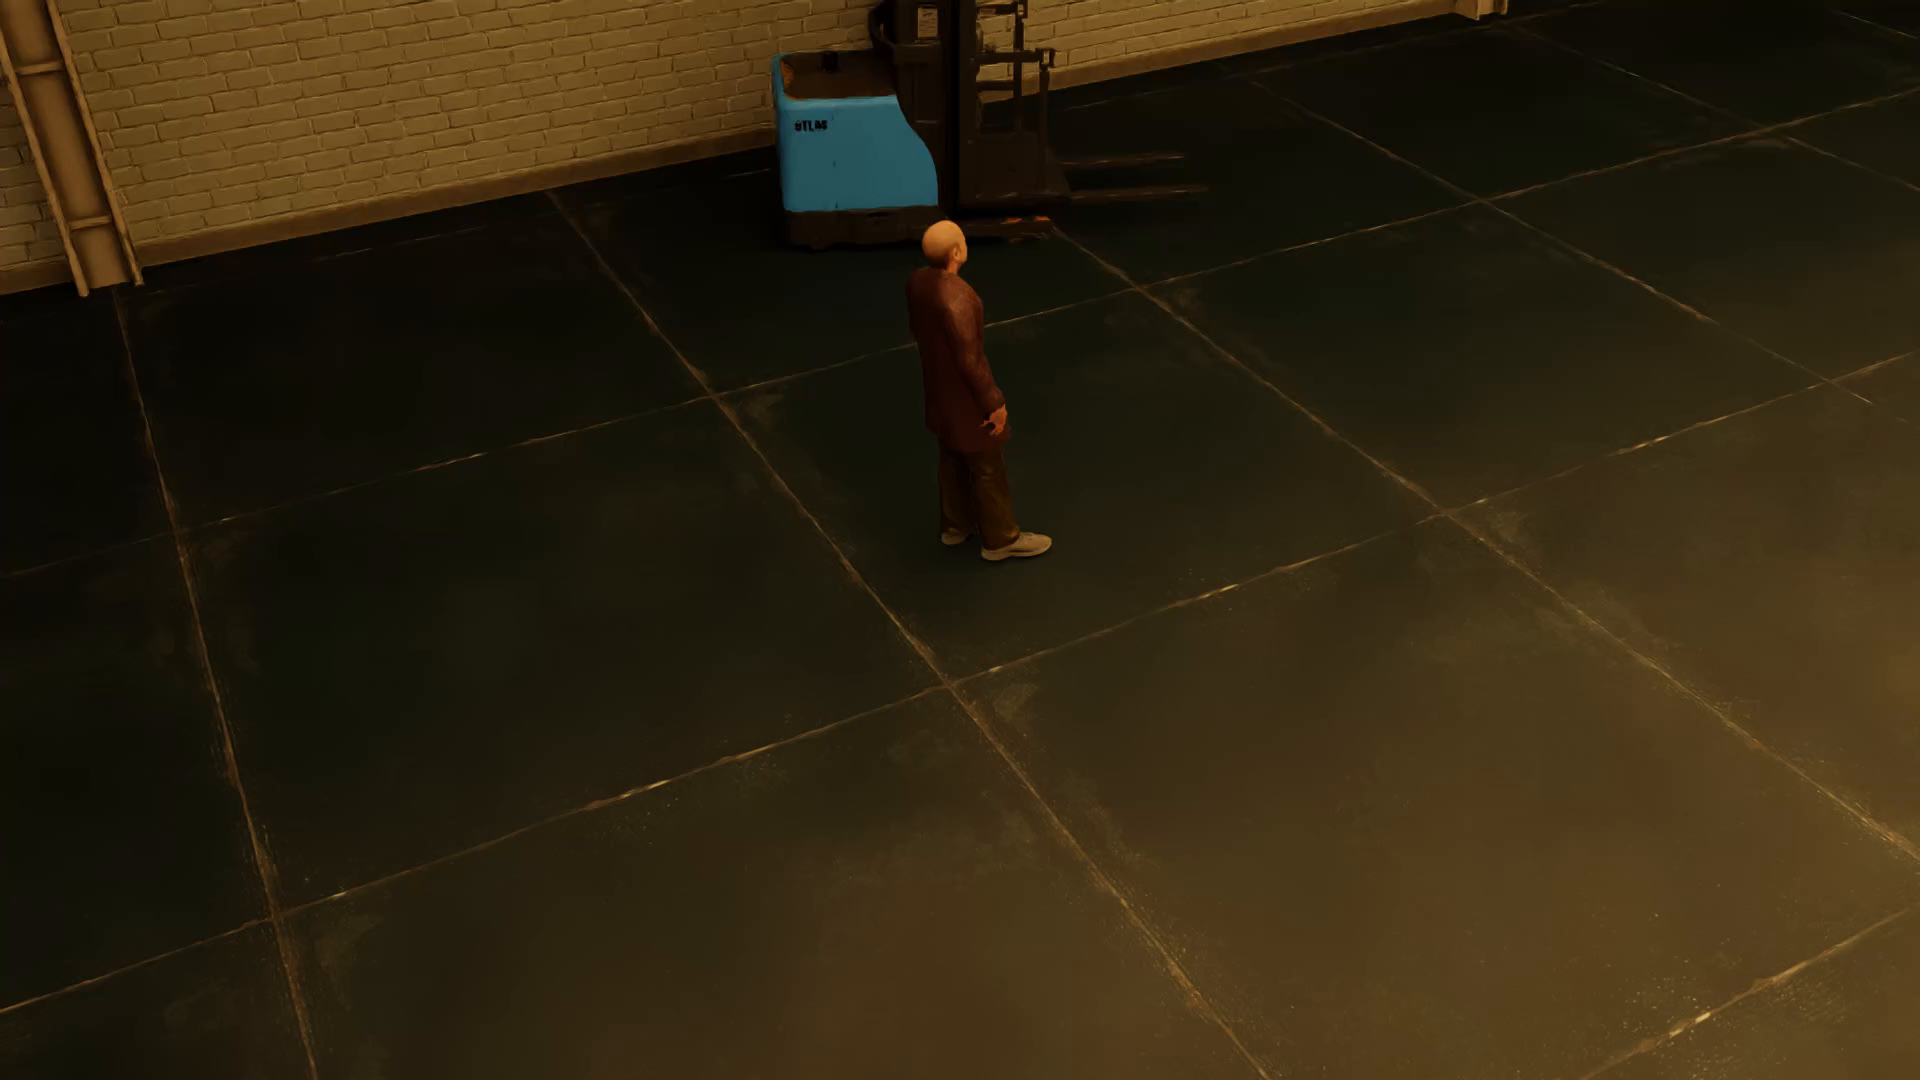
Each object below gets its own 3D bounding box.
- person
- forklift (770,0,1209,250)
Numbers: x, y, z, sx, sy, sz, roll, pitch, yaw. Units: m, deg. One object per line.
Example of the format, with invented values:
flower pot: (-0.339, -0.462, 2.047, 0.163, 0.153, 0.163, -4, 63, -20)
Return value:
person: (0.083, -0.754, 8.177, 0.580, 1.776, 0.694, -17, 39, -23)
forklift: (0.224, -3.570, 11.173, 3.031, 2.935, 1.130, -5, 36, -7)
